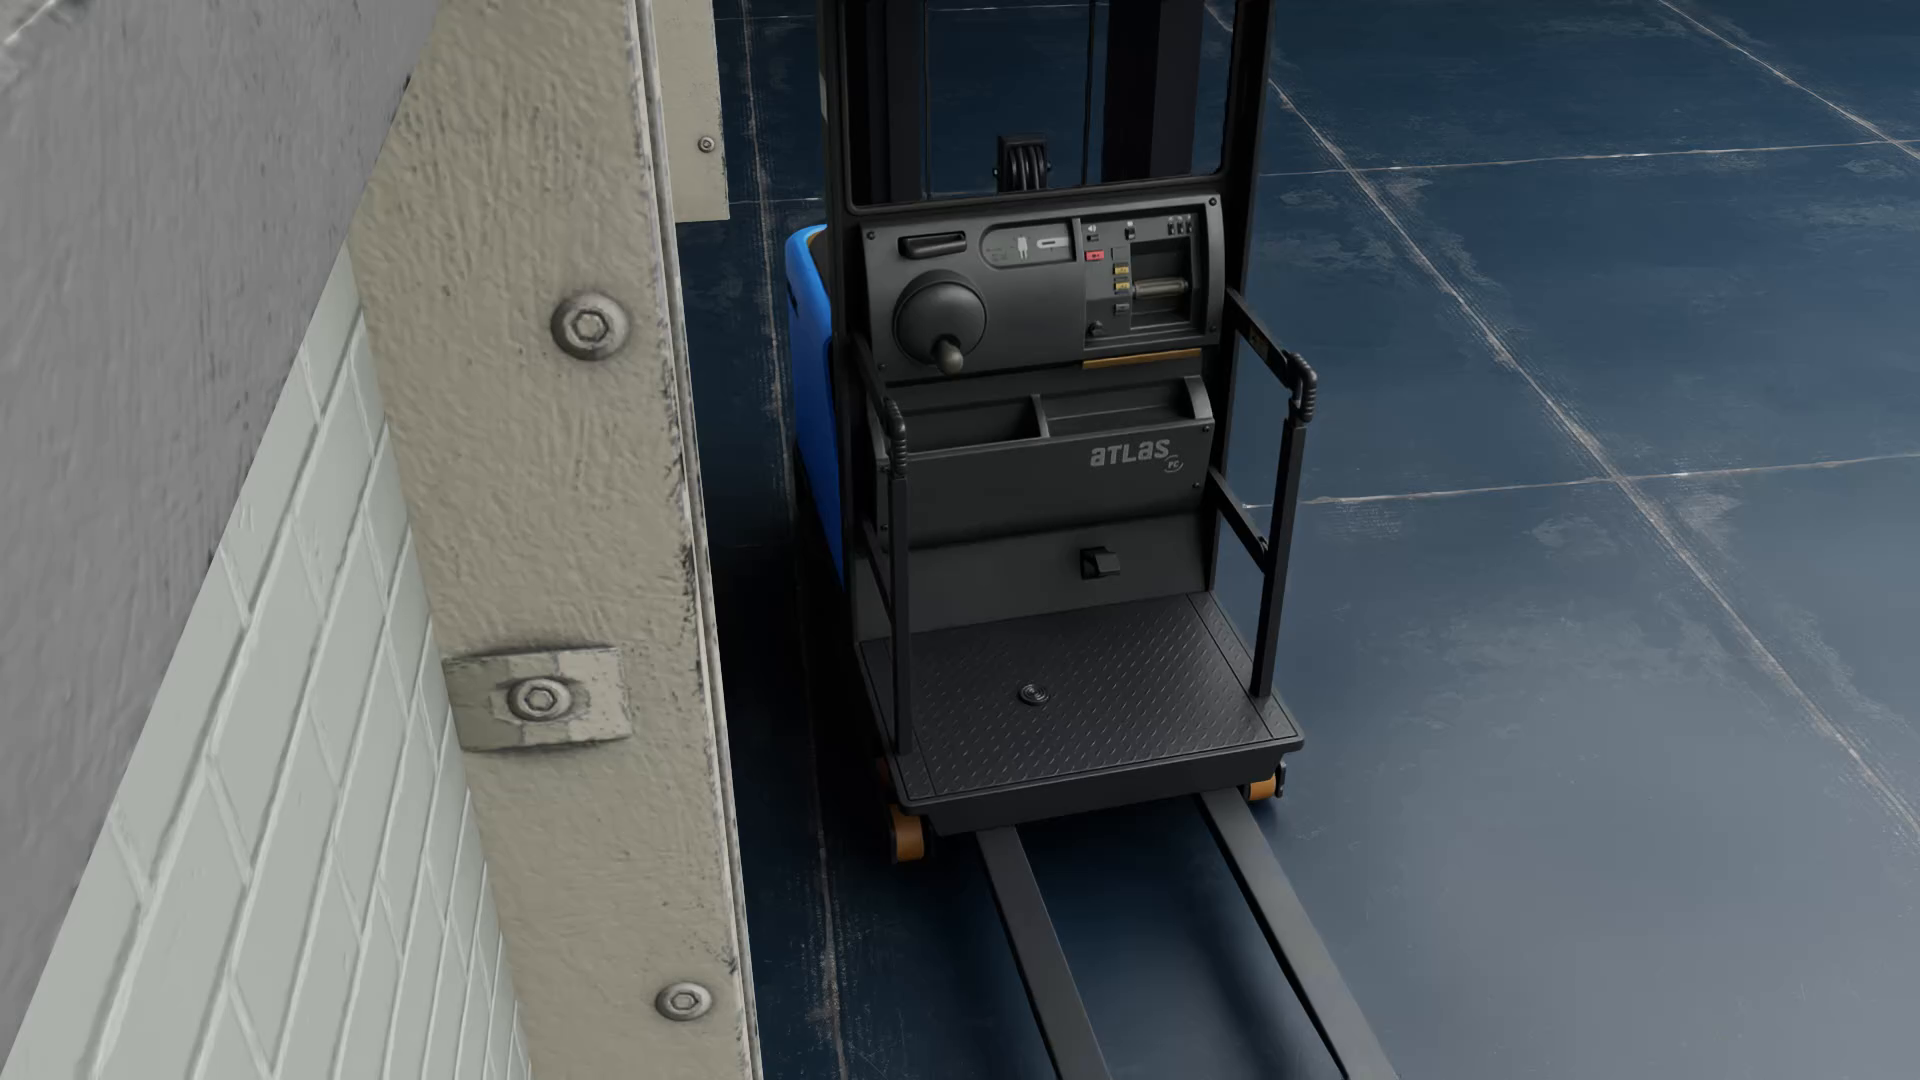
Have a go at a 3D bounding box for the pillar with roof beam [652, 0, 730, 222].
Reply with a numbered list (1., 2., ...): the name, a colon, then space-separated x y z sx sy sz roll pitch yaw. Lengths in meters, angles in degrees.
1. pillar with roof beam: 2.975 -5.690 6.108 9.100 9.000 0.400 -4 35 -6

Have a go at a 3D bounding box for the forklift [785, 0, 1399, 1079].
1. forklift: 0.271 -0.583 4.003 1.130 2.935 3.031 -8 35 -11
